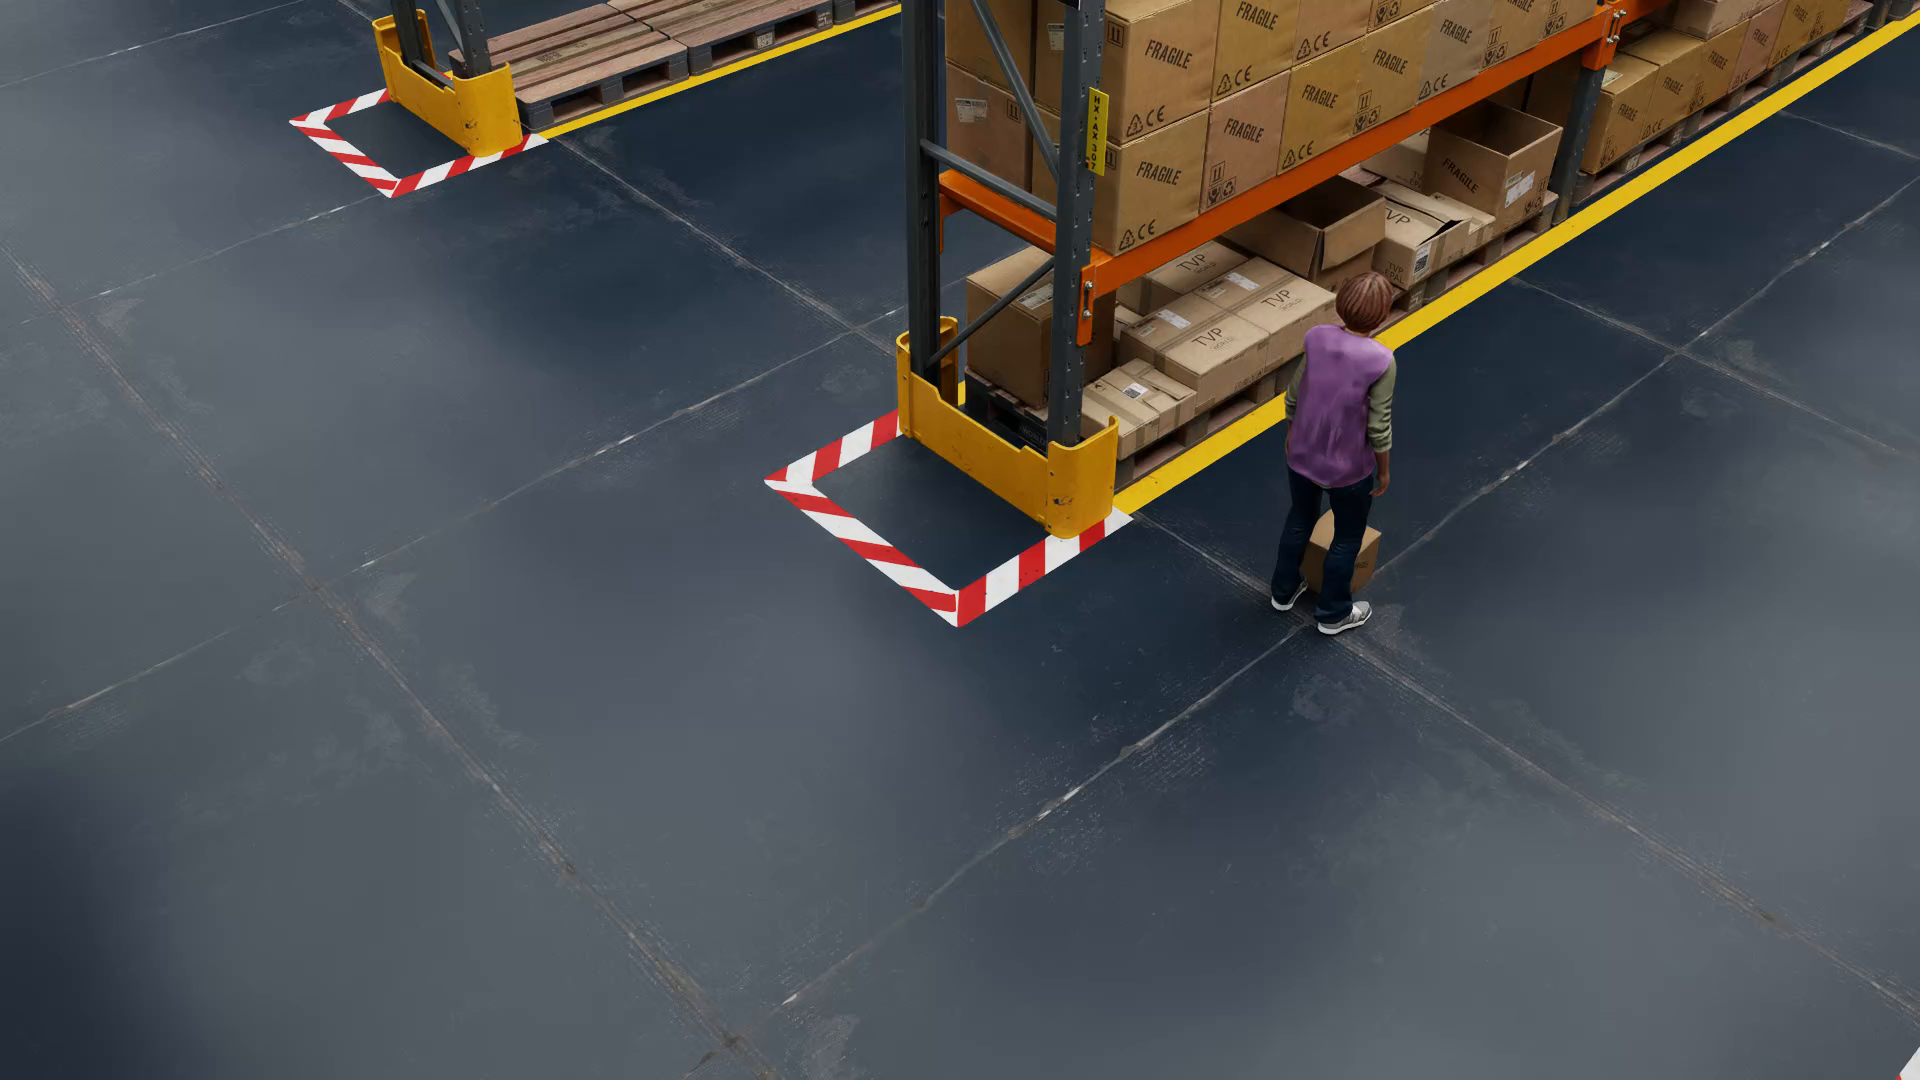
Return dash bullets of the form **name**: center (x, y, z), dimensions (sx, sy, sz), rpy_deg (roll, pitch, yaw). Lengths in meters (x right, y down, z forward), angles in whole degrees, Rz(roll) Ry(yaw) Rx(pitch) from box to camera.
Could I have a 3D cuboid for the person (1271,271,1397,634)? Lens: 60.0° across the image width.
- **person**: center (1.471, -0.319, 6.541), dimensions (0.474, 1.592, 0.350), rpy_deg (31, 49, 31)
